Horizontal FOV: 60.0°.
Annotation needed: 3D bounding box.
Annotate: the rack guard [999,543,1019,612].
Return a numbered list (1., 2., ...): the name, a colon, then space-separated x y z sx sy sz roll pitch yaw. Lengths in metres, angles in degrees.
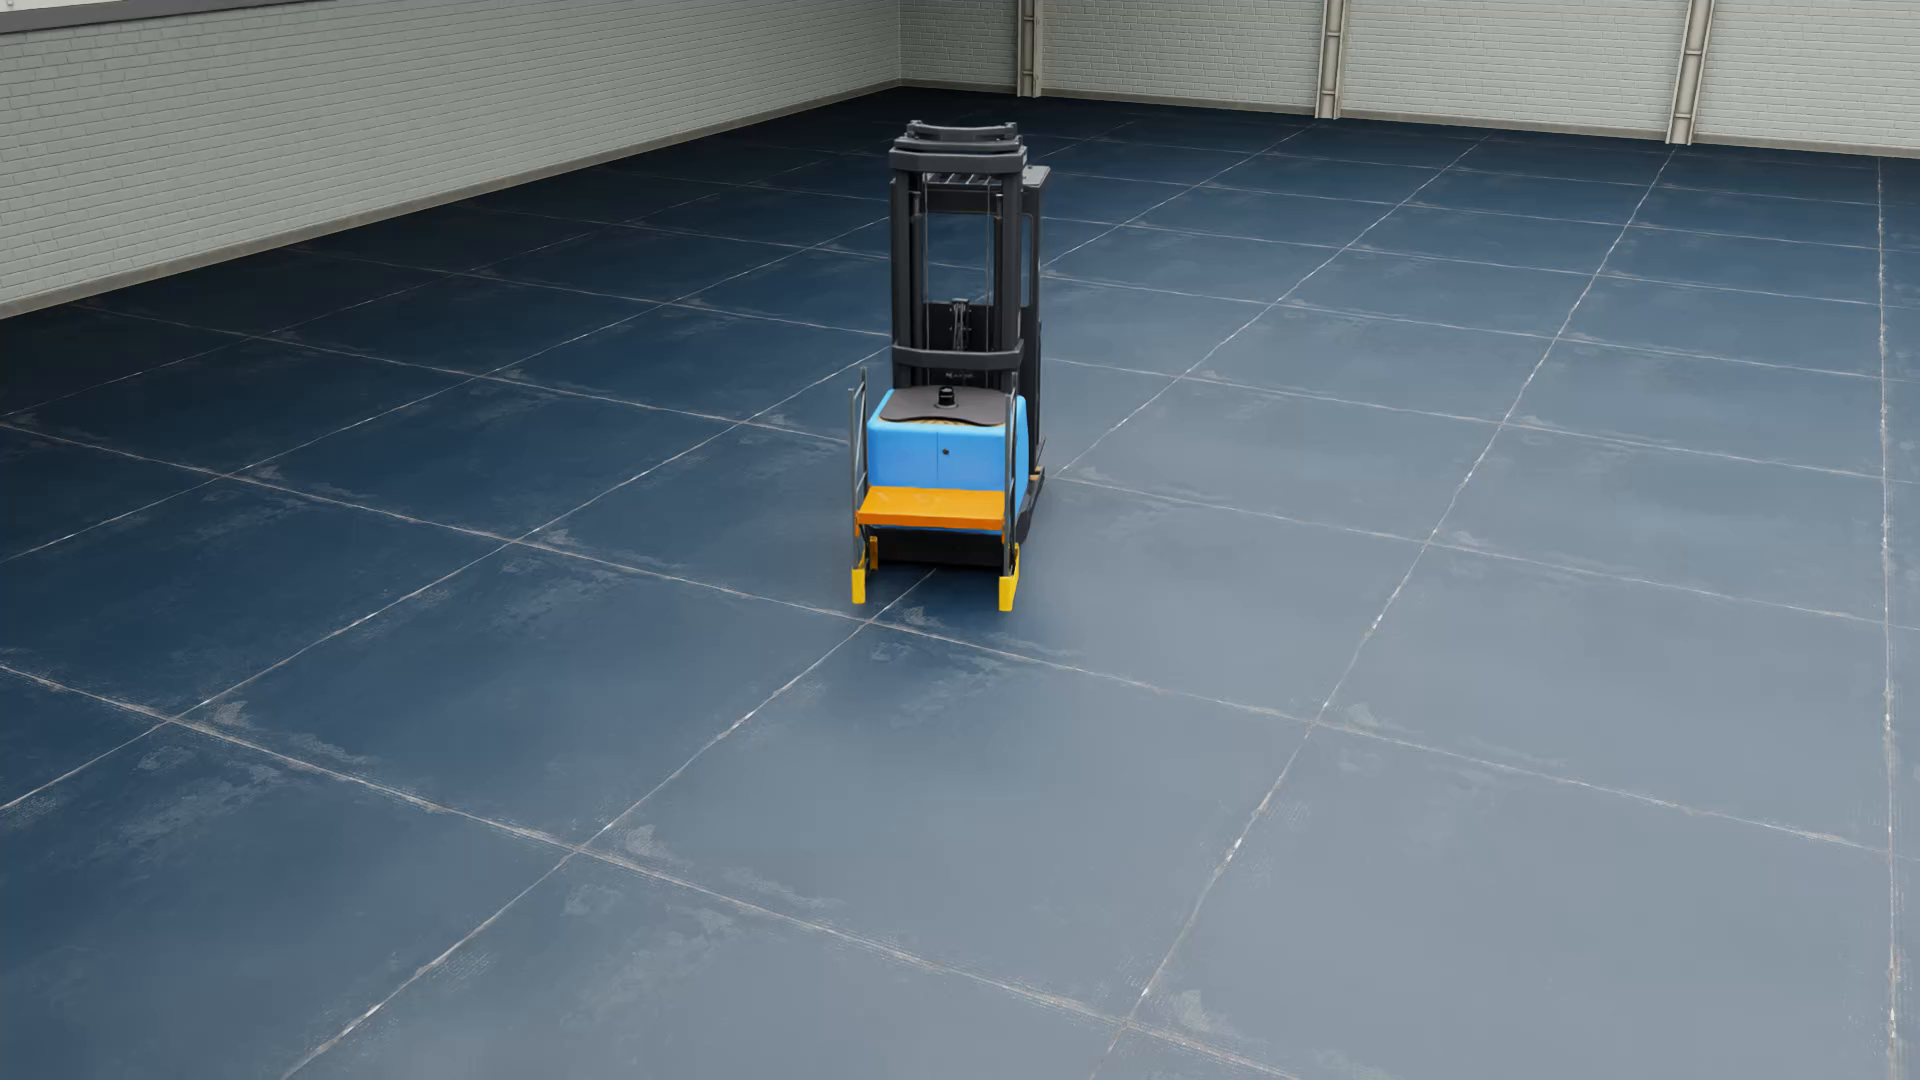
1. rack guard: 0.334 0.251 11.340 0.087 0.250 0.587 3 23 6

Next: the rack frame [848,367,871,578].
1. rack frame: -0.674 -0.372 11.208 0.032 1.500 0.500 3 23 6

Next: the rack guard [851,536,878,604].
1. rack guard: -0.655 0.204 11.451 0.087 0.250 0.587 3 23 6

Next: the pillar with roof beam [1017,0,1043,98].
1. pillar with roof beam: -0.569 -11.433 27.636 0.400 9.000 9.100 11 25 25

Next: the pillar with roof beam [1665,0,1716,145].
1. pillar with roof beam: 10.140 -9.314 22.654 0.400 9.000 9.100 11 25 25

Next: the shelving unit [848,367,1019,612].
1. shelving unit: -0.161 -0.348 11.151 1.083 1.500 0.587 3 23 6

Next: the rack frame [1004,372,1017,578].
1. rack frame: 0.335 -0.324 11.095 0.032 1.500 0.500 3 23 6

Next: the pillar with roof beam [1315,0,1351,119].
1. pillar with roof beam: 4.785 -10.374 25.145 0.400 9.000 9.100 11 25 25

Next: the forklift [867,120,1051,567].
1. forklift: 0.076 -1.706 12.516 1.130 2.935 3.031 3 23 8

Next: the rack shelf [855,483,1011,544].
1. rack shelf: -0.170 -0.182 11.222 1.000 0.185 0.538 3 23 6
